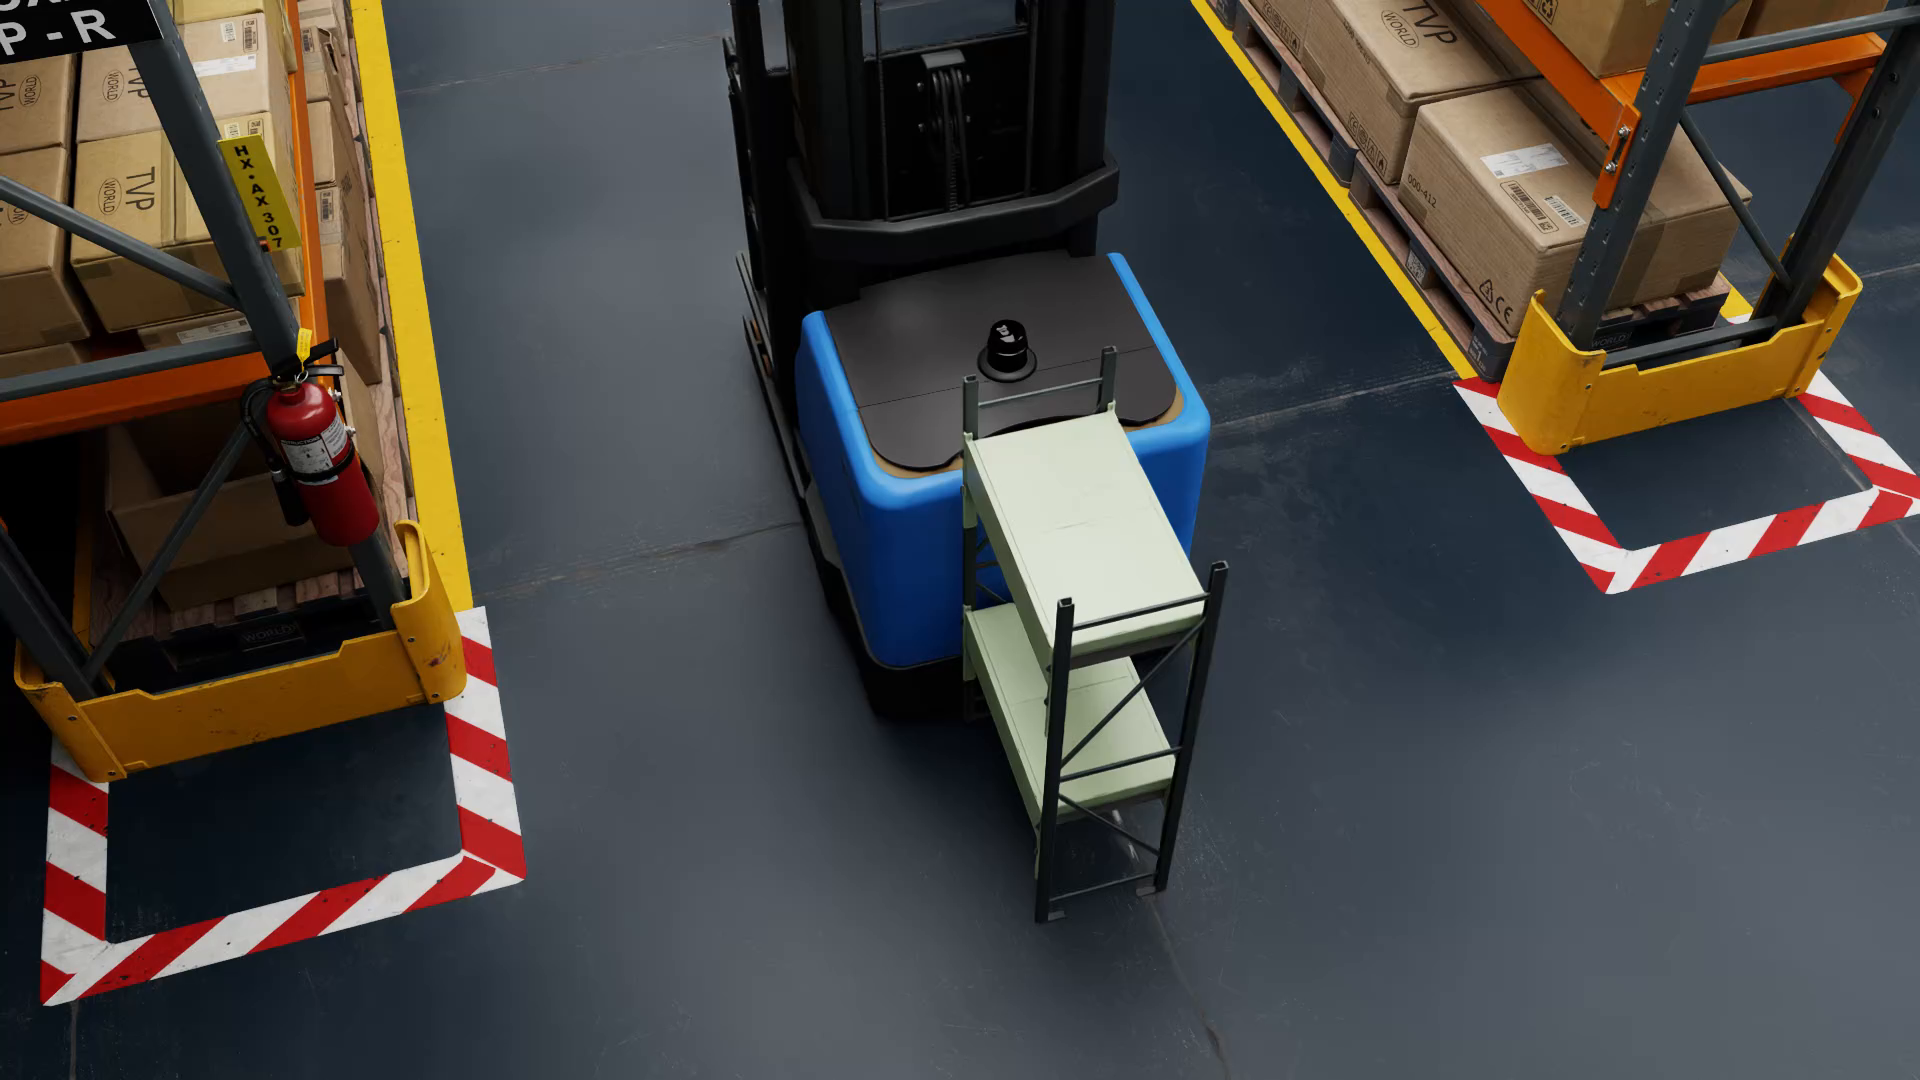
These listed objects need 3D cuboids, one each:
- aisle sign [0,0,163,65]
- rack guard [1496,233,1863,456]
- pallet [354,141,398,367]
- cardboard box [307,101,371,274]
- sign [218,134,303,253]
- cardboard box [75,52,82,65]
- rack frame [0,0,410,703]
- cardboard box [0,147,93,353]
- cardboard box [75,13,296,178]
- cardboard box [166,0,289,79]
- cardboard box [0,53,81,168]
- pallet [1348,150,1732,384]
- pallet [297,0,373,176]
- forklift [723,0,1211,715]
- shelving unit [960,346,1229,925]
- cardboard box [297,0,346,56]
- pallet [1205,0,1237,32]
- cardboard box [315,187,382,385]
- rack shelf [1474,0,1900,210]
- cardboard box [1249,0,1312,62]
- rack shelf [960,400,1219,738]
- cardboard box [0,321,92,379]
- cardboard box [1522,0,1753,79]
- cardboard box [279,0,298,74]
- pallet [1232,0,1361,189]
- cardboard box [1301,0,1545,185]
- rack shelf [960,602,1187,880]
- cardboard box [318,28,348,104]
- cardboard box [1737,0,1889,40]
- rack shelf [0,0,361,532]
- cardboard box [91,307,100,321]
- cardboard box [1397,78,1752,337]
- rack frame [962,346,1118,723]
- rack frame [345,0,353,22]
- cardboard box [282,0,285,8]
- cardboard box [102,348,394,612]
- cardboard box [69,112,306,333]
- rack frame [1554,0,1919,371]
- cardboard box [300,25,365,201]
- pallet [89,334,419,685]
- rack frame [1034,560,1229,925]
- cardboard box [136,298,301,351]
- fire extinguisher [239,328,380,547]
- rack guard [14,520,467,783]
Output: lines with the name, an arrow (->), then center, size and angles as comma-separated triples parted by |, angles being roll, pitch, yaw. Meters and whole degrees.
aisle sign -> -1.860, -1.262, 3.152 | 0.394, 0.787, 0.004 | -13, 51, -11
rack guard -> 2.587, -0.709, 6.021 | 1.175, 0.500, 0.348 | -13, 51, -11
pallet -> -2.777, -1.036, 6.485 | 1.003, 0.211, 1.213 | -13, 51, -11
cardboard box -> -2.528, -1.247, 6.200 | 0.500, 0.500, 0.500 | -12, 51, -10
sign -> -1.643, -0.810, 3.904 | 0.100, 0.325, 0.005 | -13, 51, -11
cardboard box -> -2.844, -1.471, 4.932 | 0.500, 0.250, 0.500 | -12, 51, -10
rack frame -> -2.161, -0.408, 4.132 | 1.000, 3.000, 0.127 | -13, 51, -11
cardboard box -> -2.550, -0.731, 4.308 | 0.500, 0.250, 0.500 | -12, 51, -10
cardboard box -> -2.187, -1.216, 4.717 | 0.500, 0.250, 0.500 | -13, 51, -11
cardboard box -> -2.340, -1.585, 5.028 | 0.500, 0.250, 0.500 | -14, 51, -12
cardboard box -> -2.702, -1.108, 4.626 | 0.500, 0.250, 0.500 | -13, 51, -11
pallet -> 2.269, -1.200, 6.624 | 1.003, 0.211, 1.213 | -13, 51, -11
pallet -> -3.142, -1.929, 7.238 | 1.003, 0.211, 1.213 | -13, 51, -11
forklift -> -0.183, -1.556, 5.145 | 1.130, 2.935, 3.031 | -13, 51, -11
shelving unit -> 0.306, 0.312, 4.506 | 0.431, 1.500, 0.755 | -13, 51, -11
cardboard box -> -2.898, -2.205, 7.237 | 0.380, 0.149, 0.250 | -15, 51, -12
pallet -> 1.547, -2.982, 8.126 | 1.003, 0.211, 1.213 | -13, 51, -11
cardboard box -> -2.467, -0.839, 5.855 | 0.700, 0.500, 0.500 | -11, 51, -9
rack shelf -> 1.988, -2.762, 6.587 | 1.077, 0.370, 4.000 | -13, 51, -11
cardboard box -> 1.745, -2.627, 7.404 | 0.875, 0.438, 0.875 | -15, 51, -12
rack shelf -> 0.306, 0.060, 4.208 | 0.431, 0.370, 0.720 | -13, 51, -11
cardboard box -> -2.515, -0.508, 4.381 | 0.380, 0.149, 0.250 | -14, 51, -11
cardboard box -> 2.184, -1.857, 5.289 | 0.500, 0.500, 0.500 | -13, 51, -11
cardboard box -> -2.329, -1.581, 5.285 | 0.380, 0.149, 0.250 | -15, 51, -12
pallet -> 1.911, -2.090, 7.374 | 1.003, 0.211, 1.213 | -13, 51, -11
cardboard box -> 2.010, -1.968, 6.848 | 0.875, 0.438, 0.875 | -12, 51, -10
rack shelf -> 0.306, 0.522, 4.755 | 0.431, 0.370, 0.720 | -13, 51, -11
cardboard box -> -2.793, -1.982, 6.973 | 0.396, 0.266, 0.258 | -12, 51, -10
cardboard box -> 2.712, -1.980, 5.392 | 0.500, 0.500, 0.500 | -14, 51, -11
rack shelf -> -2.752, -1.637, 5.638 | 1.077, 0.370, 4.000 | -13, 51, -11
cardboard box -> -2.532, -0.707, 4.549 | 0.380, 0.149, 0.250 | -12, 51, -10
cardboard box -> 2.289, -1.302, 6.287 | 0.875, 0.438, 0.875 | -15, 51, -12
rack frame -> 0.202, 0.044, 4.732 | 0.400, 1.500, 0.023 | -13, 51, -11
rack frame -> -3.344, -3.329, 6.595 | 1.000, 3.000, 0.127 | -13, 51, -11
cardboard box -> -2.427, -1.769, 5.443 | 0.380, 0.149, 0.250 | -12, 51, -10
cardboard box -> -2.251, -0.207, 5.320 | 0.797, 0.503, 0.637 | -15, 52, -12
cardboard box -> -2.038, -0.848, 4.406 | 0.500, 0.250, 0.500 | -13, 51, -11
rack frame -> 2.580, -1.533, 5.080 | 1.000, 3.000, 0.127 | -13, 51, -11
cardboard box -> -2.774, -1.597, 6.495 | 0.700, 0.500, 0.500 | -15, 52, -12
pallet -> -2.420, -0.146, 5.736 | 1.003, 0.211, 1.213 | -13, 51, -11
rack frame -> 0.410, 0.580, 4.280 | 0.400, 1.500, 0.023 | -13, 51, -11
cardboard box -> -1.996, -0.629, 4.483 | 0.380, 0.149, 0.250 | -14, 51, -11
fire extinguisher -> -1.676, -0.260, 4.301 | 0.296, 0.674, 0.183 | -13, 51, -11
rack guard -> -2.183, 0.342, 5.134 | 1.175, 0.500, 0.348 | -13, 51, -11
